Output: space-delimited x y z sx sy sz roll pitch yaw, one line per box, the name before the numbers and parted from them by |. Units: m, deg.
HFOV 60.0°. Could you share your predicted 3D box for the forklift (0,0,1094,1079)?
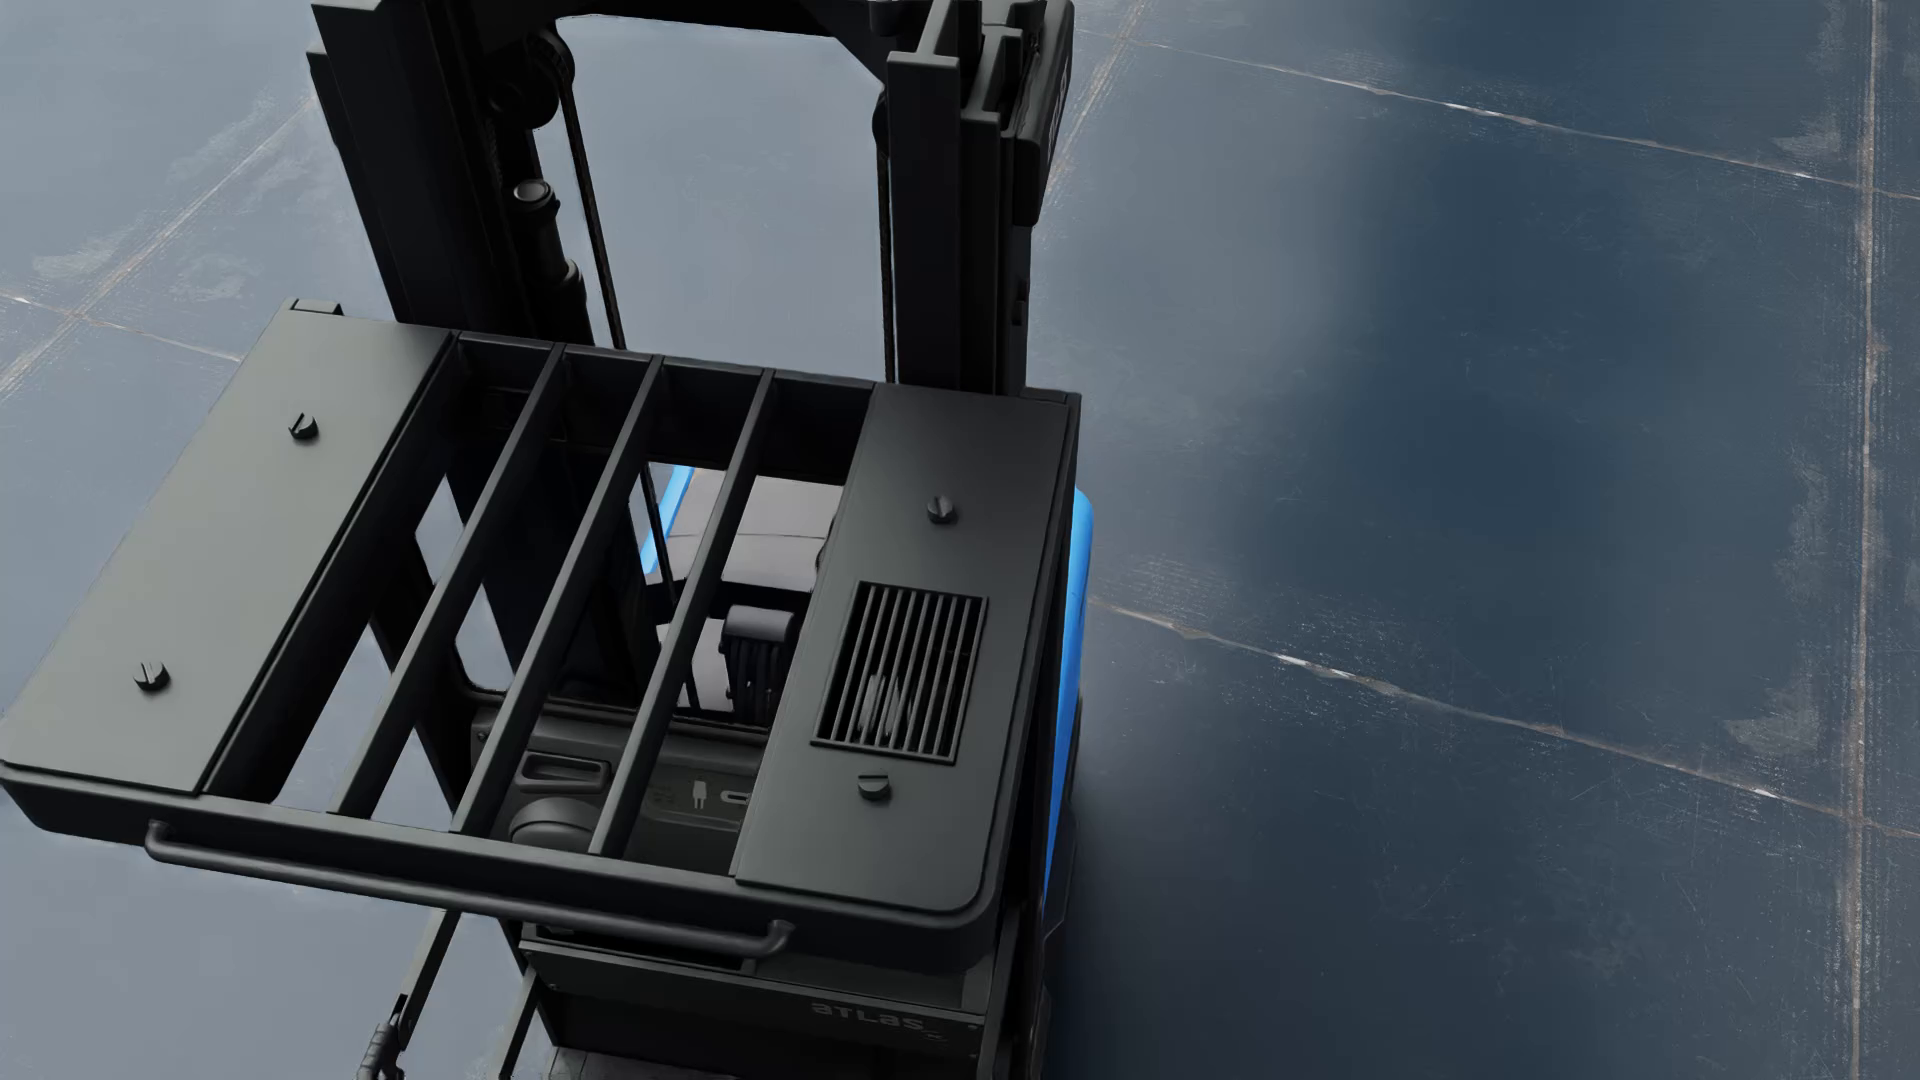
forklift | -0.430 0.643 2.753 1.130 2.935 3.031 8 50 6
